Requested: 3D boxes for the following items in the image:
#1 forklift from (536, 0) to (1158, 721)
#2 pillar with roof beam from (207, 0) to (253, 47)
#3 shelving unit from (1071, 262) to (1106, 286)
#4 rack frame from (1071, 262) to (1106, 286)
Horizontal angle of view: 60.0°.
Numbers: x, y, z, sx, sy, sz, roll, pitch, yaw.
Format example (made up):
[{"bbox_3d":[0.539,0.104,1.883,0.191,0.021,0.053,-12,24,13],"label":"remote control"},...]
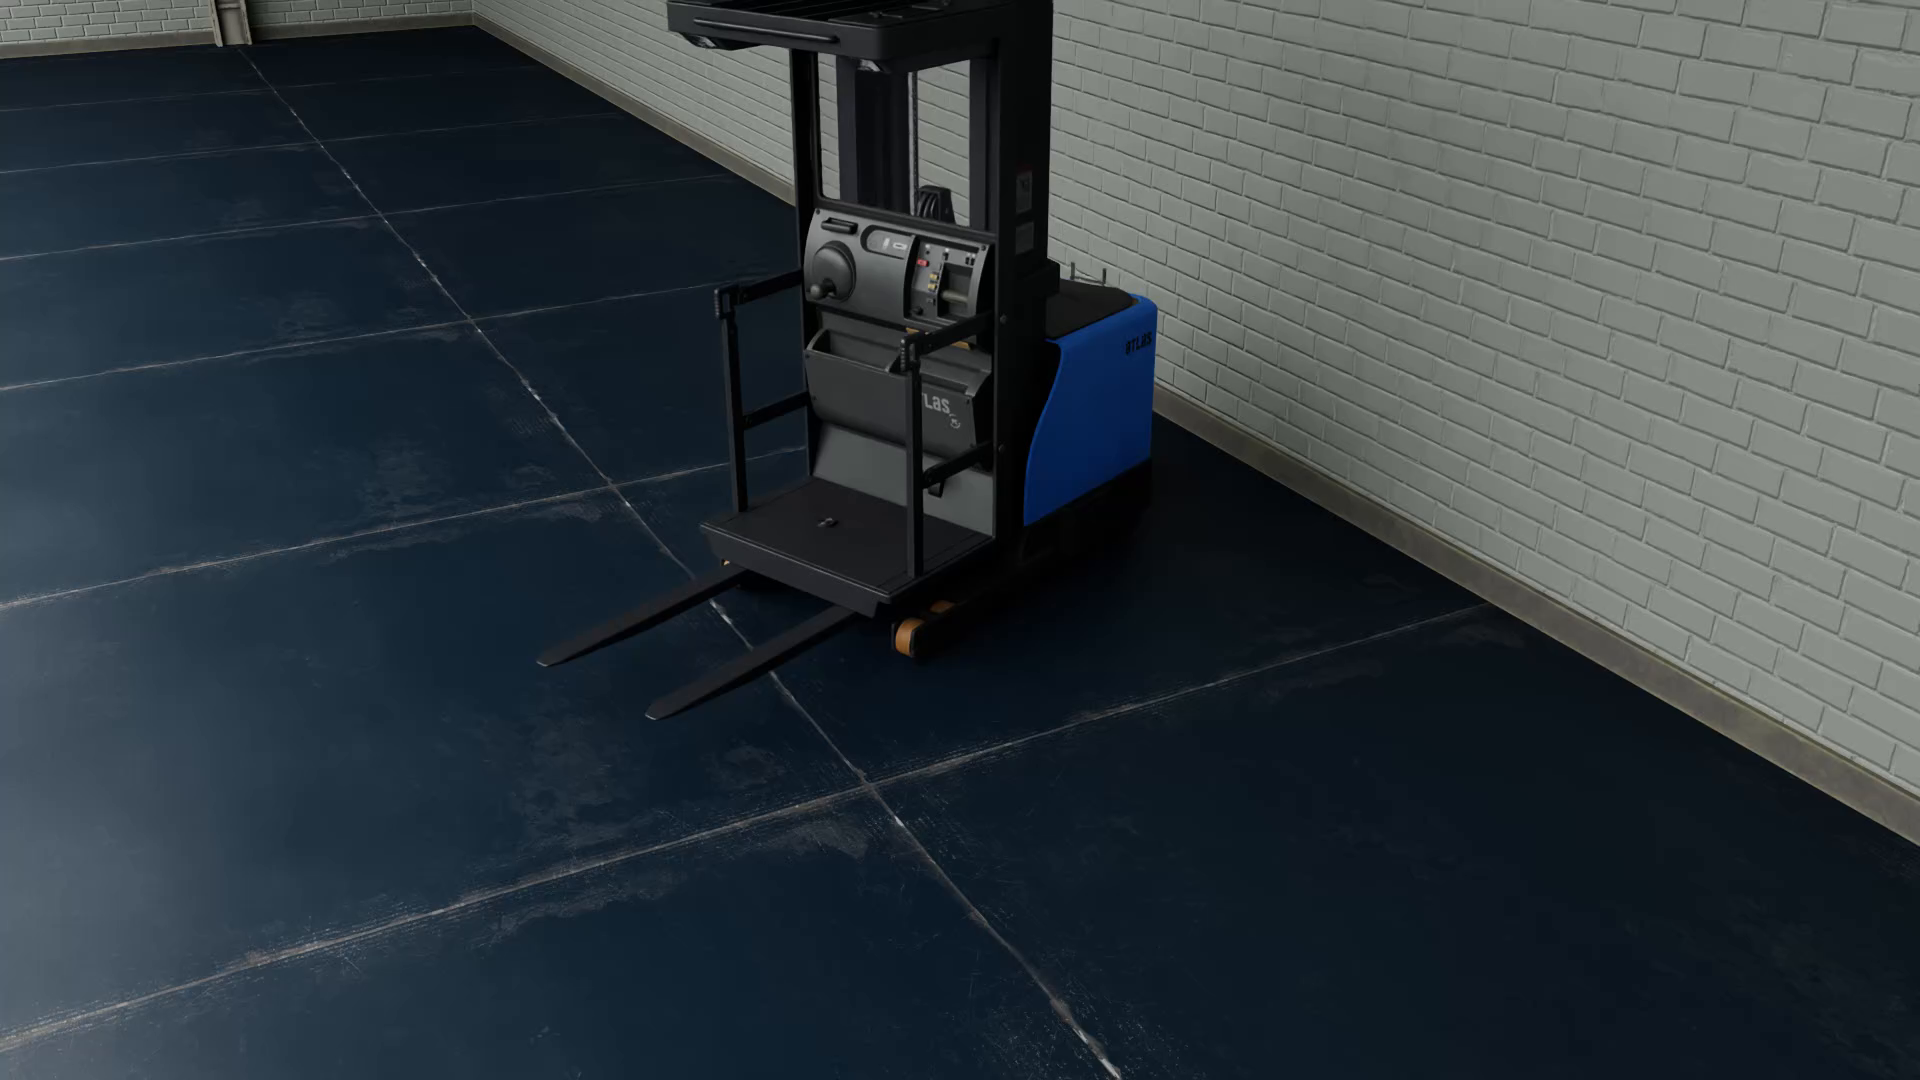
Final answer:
[{"bbox_3d":[-0.397,-1.083,6.619,1.130,2.935,3.031,19,32,34],"label":"forklift"},{"bbox_3d":[-6.922,-8.532,15.124,0.400,9.000,9.100,-13,29,-25],"label":"pillar with roof beam"},{"bbox_3d":[0.550,-0.824,8.251,0.215,1.050,0.252,19,31,34],"label":"shelving unit"},{"bbox_3d":[0.626,-0.865,8.338,0.200,1.050,0.008,19,31,34],"label":"rack frame"}]
